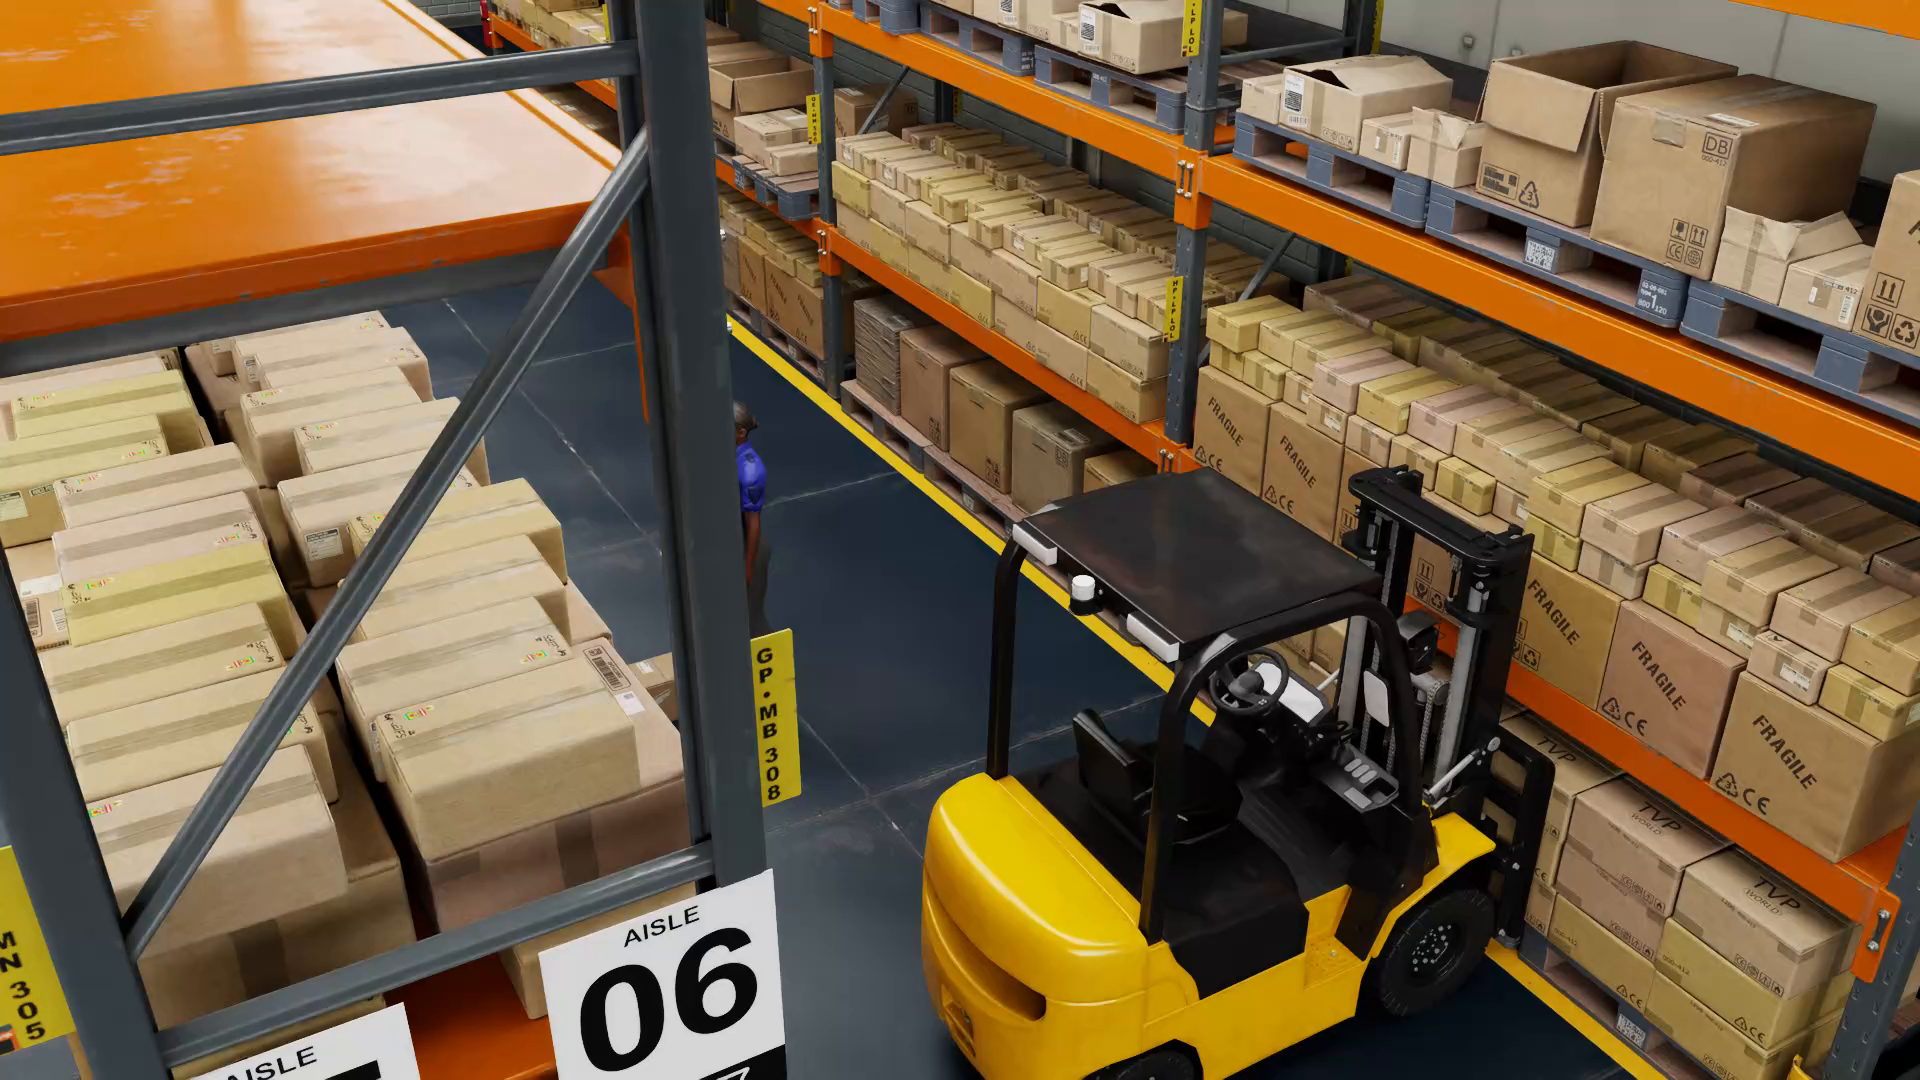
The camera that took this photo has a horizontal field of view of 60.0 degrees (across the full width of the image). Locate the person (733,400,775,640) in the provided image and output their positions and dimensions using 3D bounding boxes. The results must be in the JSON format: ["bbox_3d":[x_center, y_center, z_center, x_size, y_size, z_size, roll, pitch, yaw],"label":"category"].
[{"bbox_3d":[-1.125,0.052,8.472,0.308,1.658,0.437,-15,33,-25],"label":"person"}]
